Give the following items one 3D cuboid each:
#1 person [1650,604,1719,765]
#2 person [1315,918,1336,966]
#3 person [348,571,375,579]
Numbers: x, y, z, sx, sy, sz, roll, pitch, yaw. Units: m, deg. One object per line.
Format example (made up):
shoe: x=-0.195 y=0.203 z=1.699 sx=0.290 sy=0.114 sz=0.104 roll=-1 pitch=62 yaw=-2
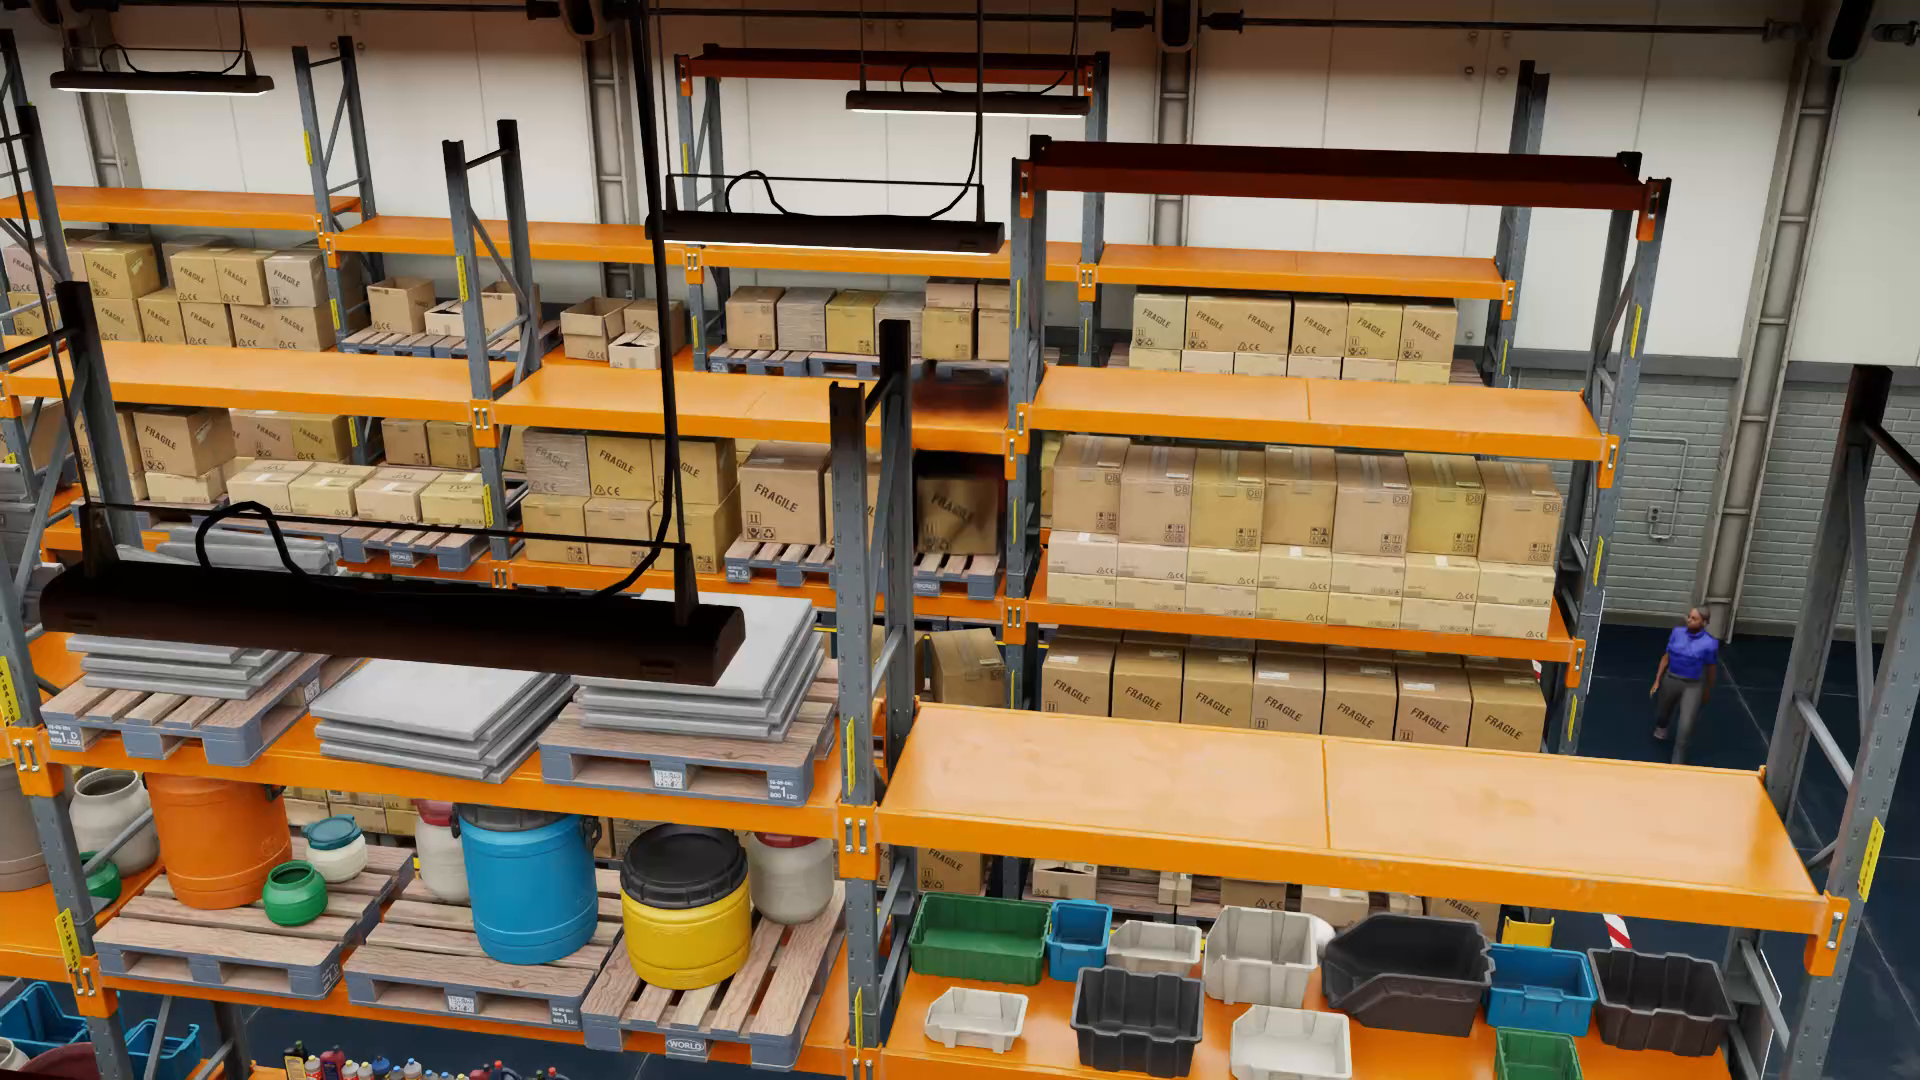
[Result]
person: x=6.612 y=1.300 z=15.222 sx=0.510 sy=1.595 sz=0.908 roll=10 pitch=25 yaw=22
person: x=2.181 y=3.148 z=10.647 sx=0.983 sy=1.753 sz=0.564 roll=5 pitch=24 yaw=11
person: x=-6.383 y=0.290 z=17.379 sx=0.550 sy=1.778 sz=0.501 roll=-18 pitch=29 yaw=-35
